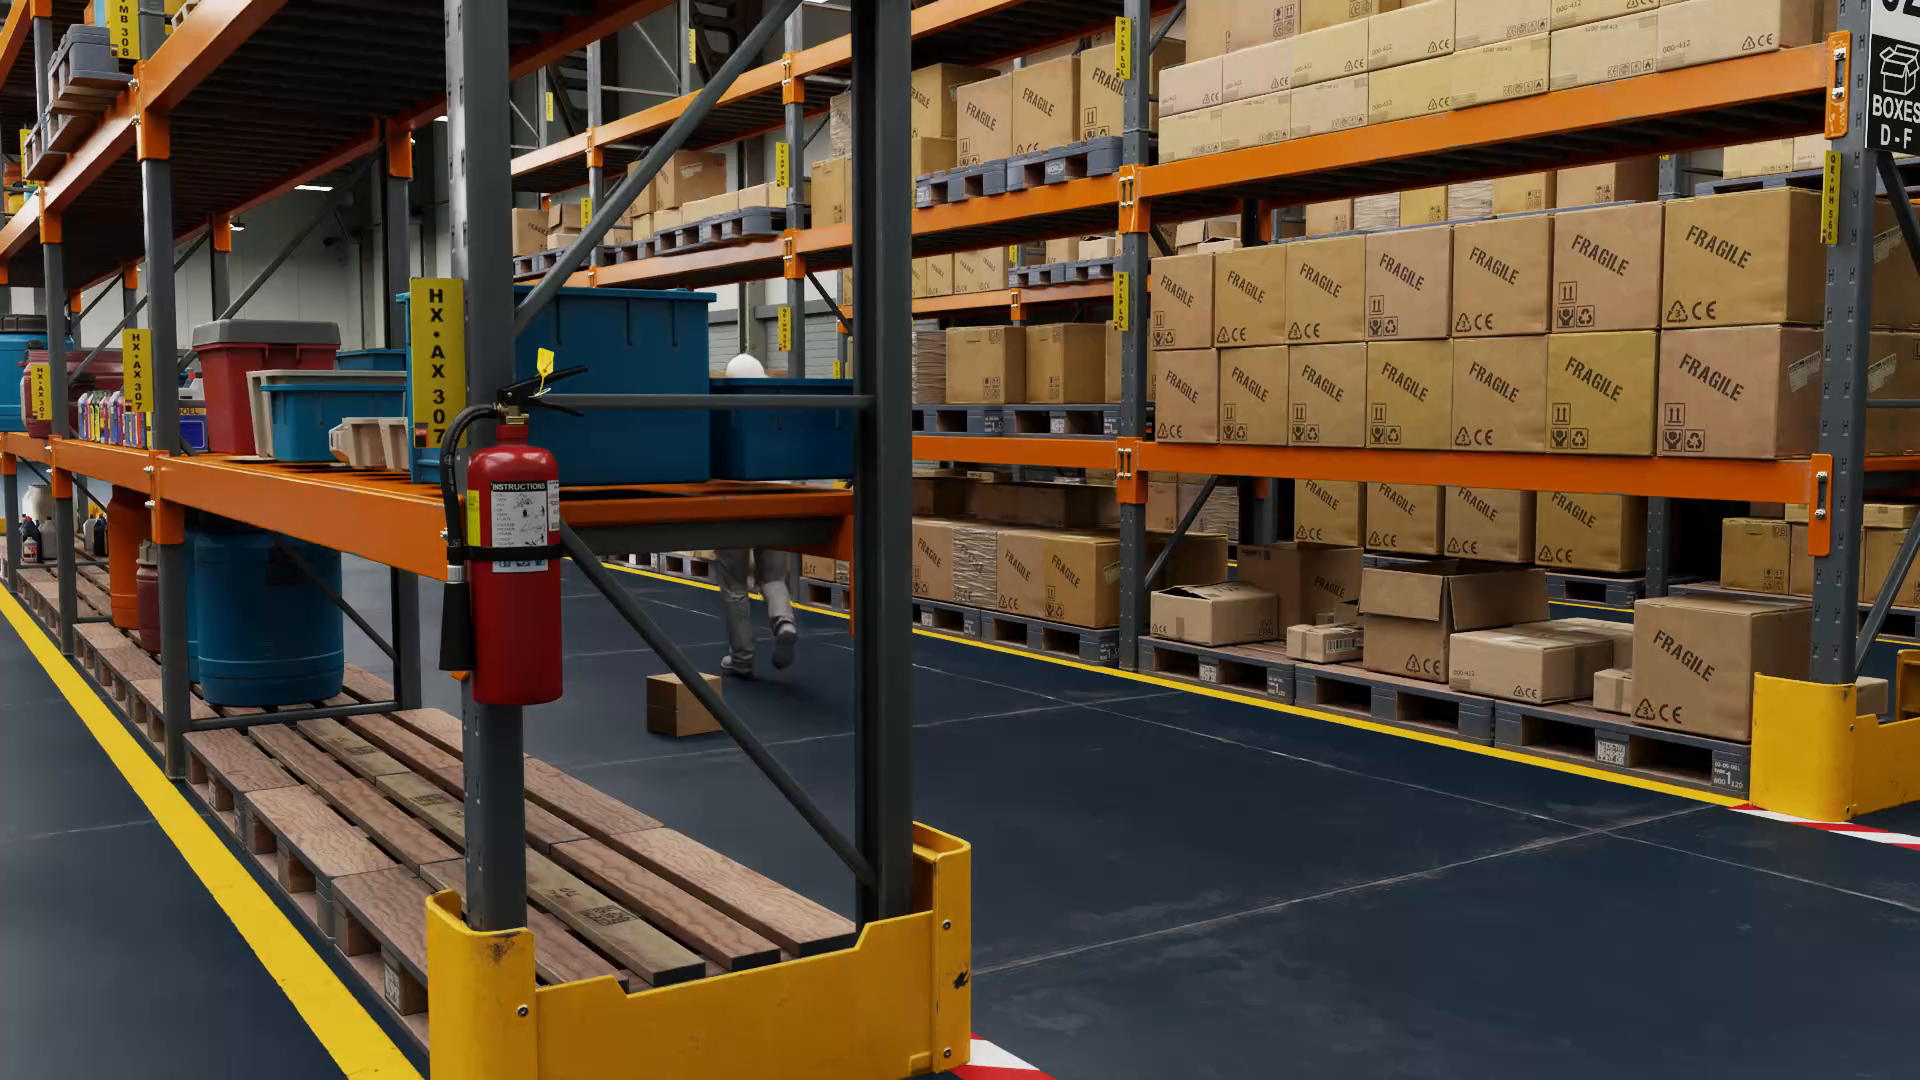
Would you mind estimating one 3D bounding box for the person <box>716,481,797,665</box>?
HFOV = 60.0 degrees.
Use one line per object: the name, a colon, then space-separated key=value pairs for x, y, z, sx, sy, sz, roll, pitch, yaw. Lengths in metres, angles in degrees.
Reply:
person: x=-1.116 y=-0.044 z=9.051 sx=0.448 sy=1.475 sz=0.545 roll=-2 pitch=5 yaw=-24
